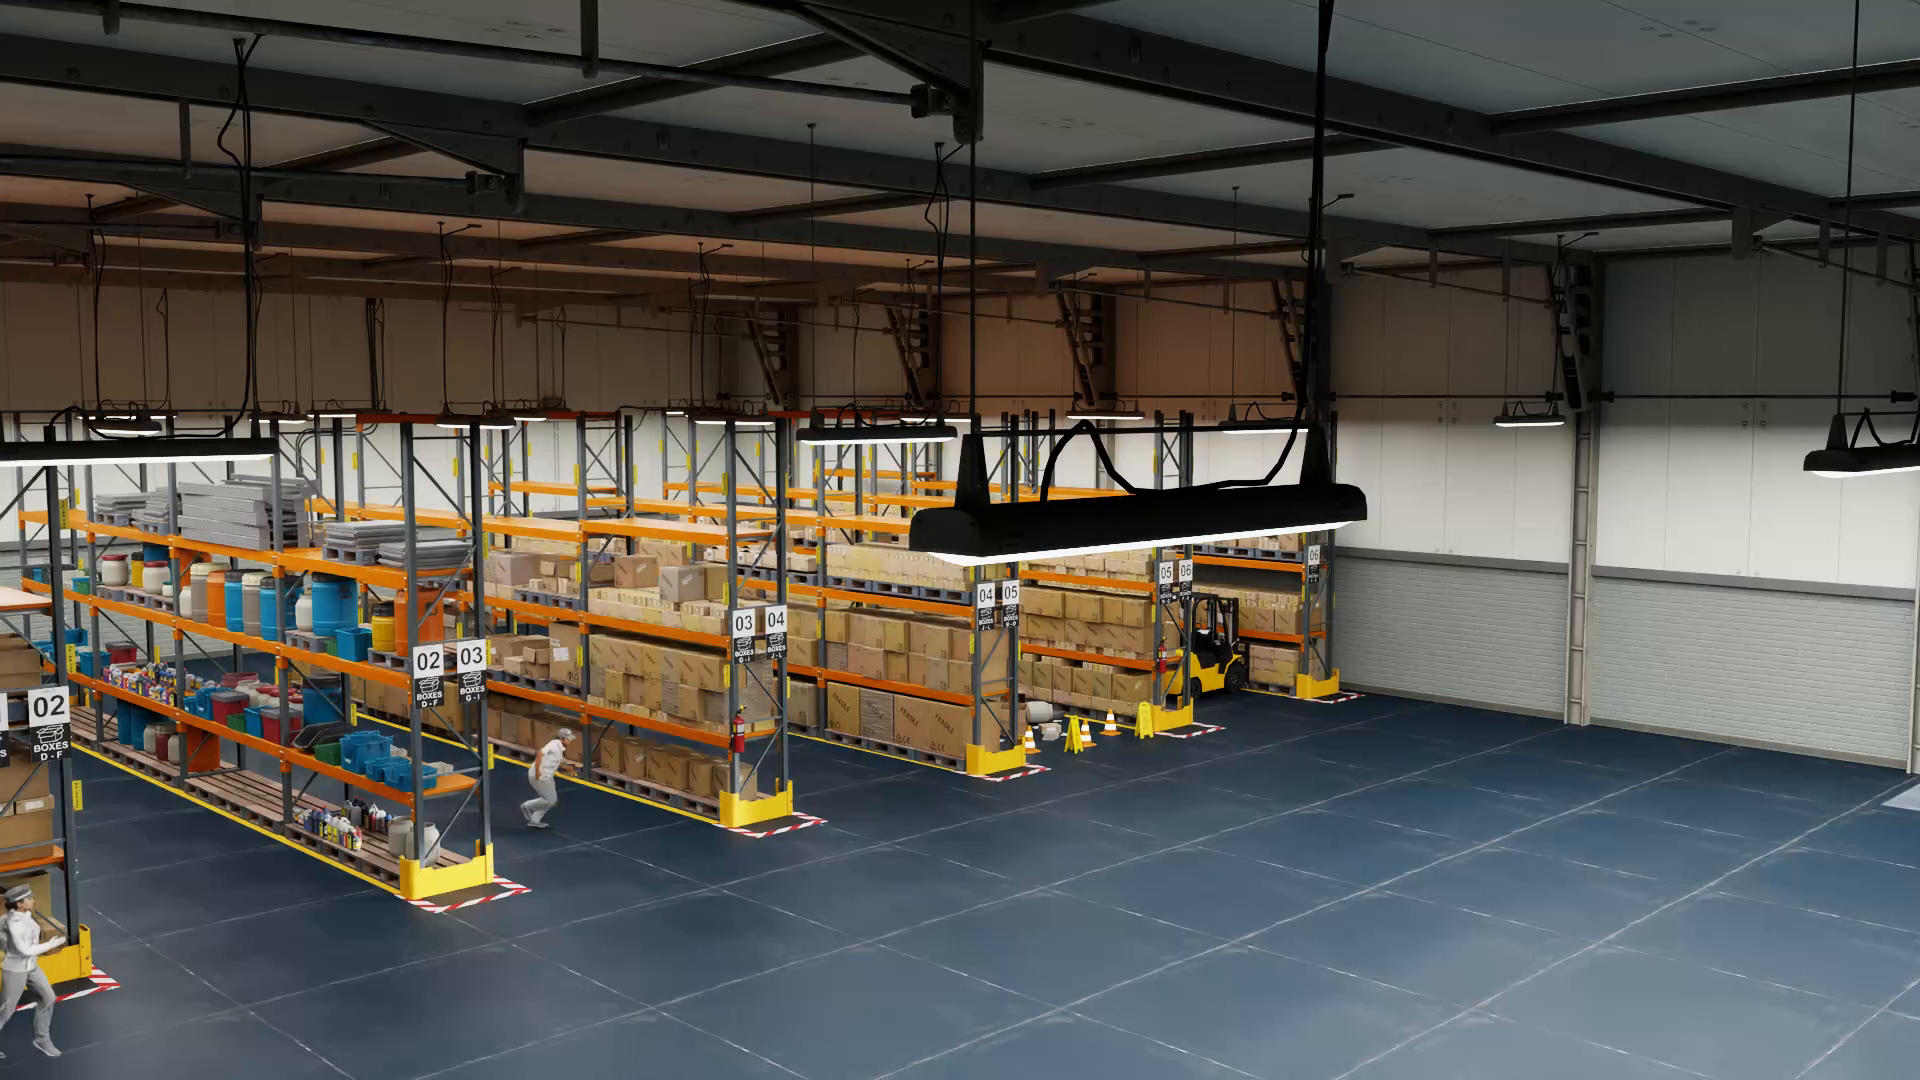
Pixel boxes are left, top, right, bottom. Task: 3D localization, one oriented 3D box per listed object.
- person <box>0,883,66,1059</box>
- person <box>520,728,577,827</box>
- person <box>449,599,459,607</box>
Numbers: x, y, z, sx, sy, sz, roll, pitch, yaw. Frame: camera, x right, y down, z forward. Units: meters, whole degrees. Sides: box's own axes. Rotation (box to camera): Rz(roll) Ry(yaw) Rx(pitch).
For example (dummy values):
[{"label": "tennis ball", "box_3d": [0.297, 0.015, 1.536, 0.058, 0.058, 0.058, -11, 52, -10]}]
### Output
[{"label": "person", "box_3d": [-8.930, 4.118, 15.771, 0.832, 1.746, 0.560, -2, 5, -17]}, {"label": "person", "box_3d": [-6.015, 3.493, 24.303, 0.831, 1.485, 0.634, 0, 5, 1]}, {"label": "person", "box_3d": [-11.507, 2.163, 37.915, 0.640, 1.797, 0.714, -3, 6, -32]}]
